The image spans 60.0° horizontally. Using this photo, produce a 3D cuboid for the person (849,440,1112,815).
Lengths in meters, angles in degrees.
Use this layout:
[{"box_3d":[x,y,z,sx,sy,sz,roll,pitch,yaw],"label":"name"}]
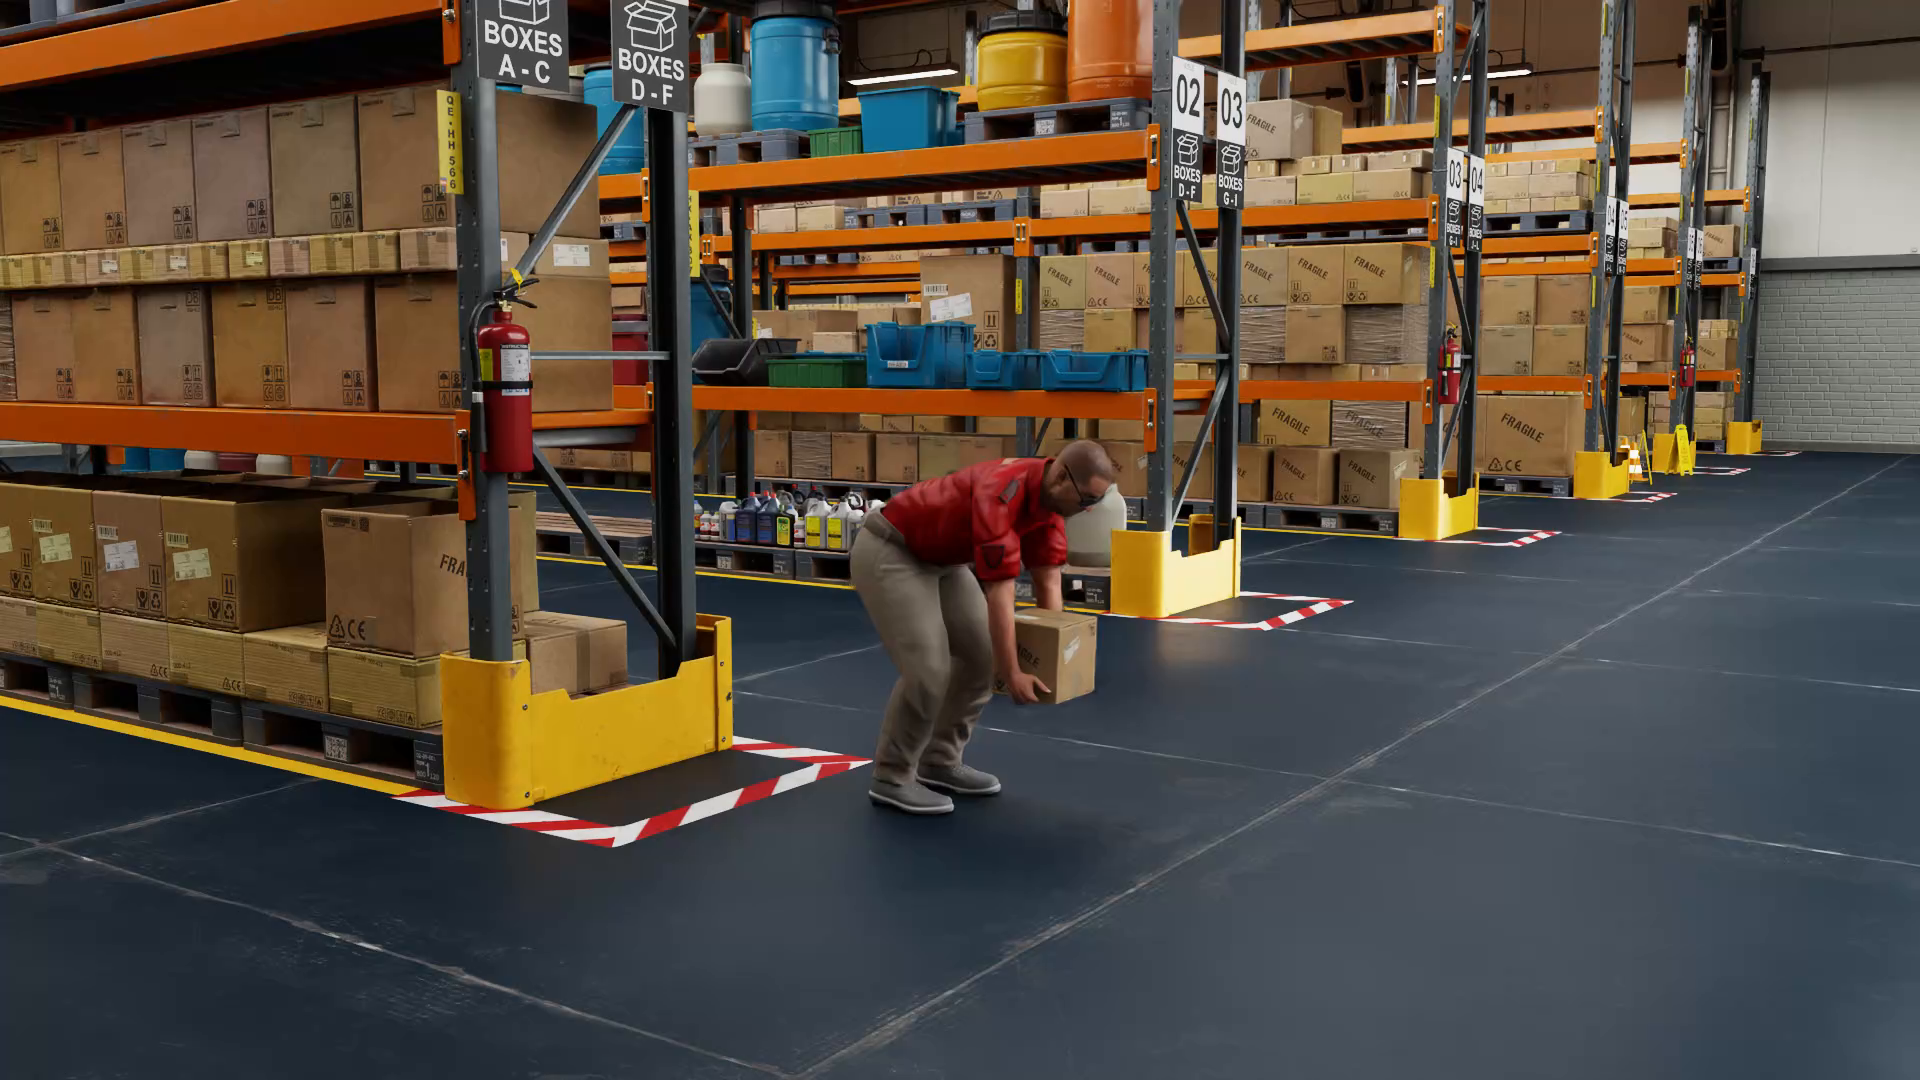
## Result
[{"box_3d":[0.075,0.281,5.533,0.915,1.243,0.506,4,7,31],"label":"person"}]
